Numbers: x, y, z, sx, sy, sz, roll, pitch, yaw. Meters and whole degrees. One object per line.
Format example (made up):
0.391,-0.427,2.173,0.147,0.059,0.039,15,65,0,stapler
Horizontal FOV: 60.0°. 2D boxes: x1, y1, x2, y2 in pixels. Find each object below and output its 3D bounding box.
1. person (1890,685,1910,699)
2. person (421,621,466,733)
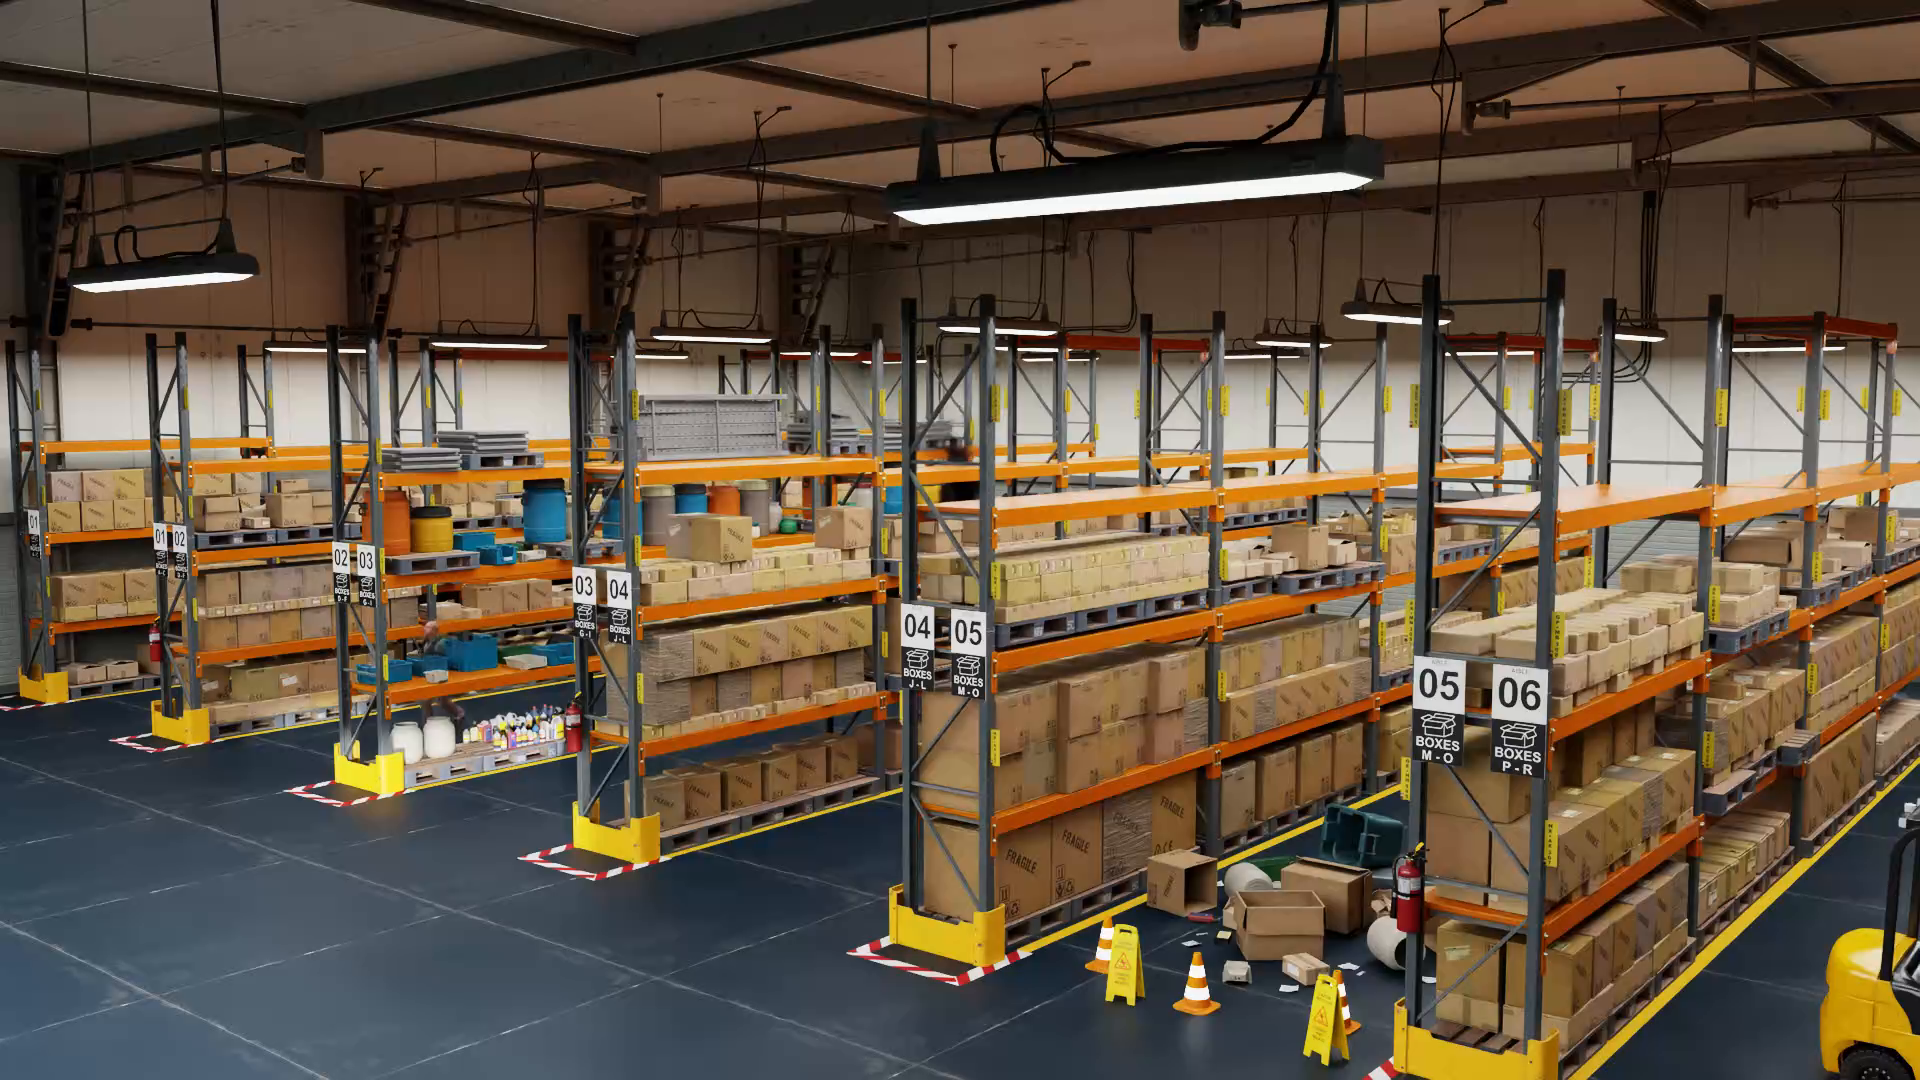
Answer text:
14.495,2.017,25.838,0.797,1.659,0.533,-3,6,-32,person
-7.760,2.068,24.836,0.658,1.747,0.851,3,6,31,person
